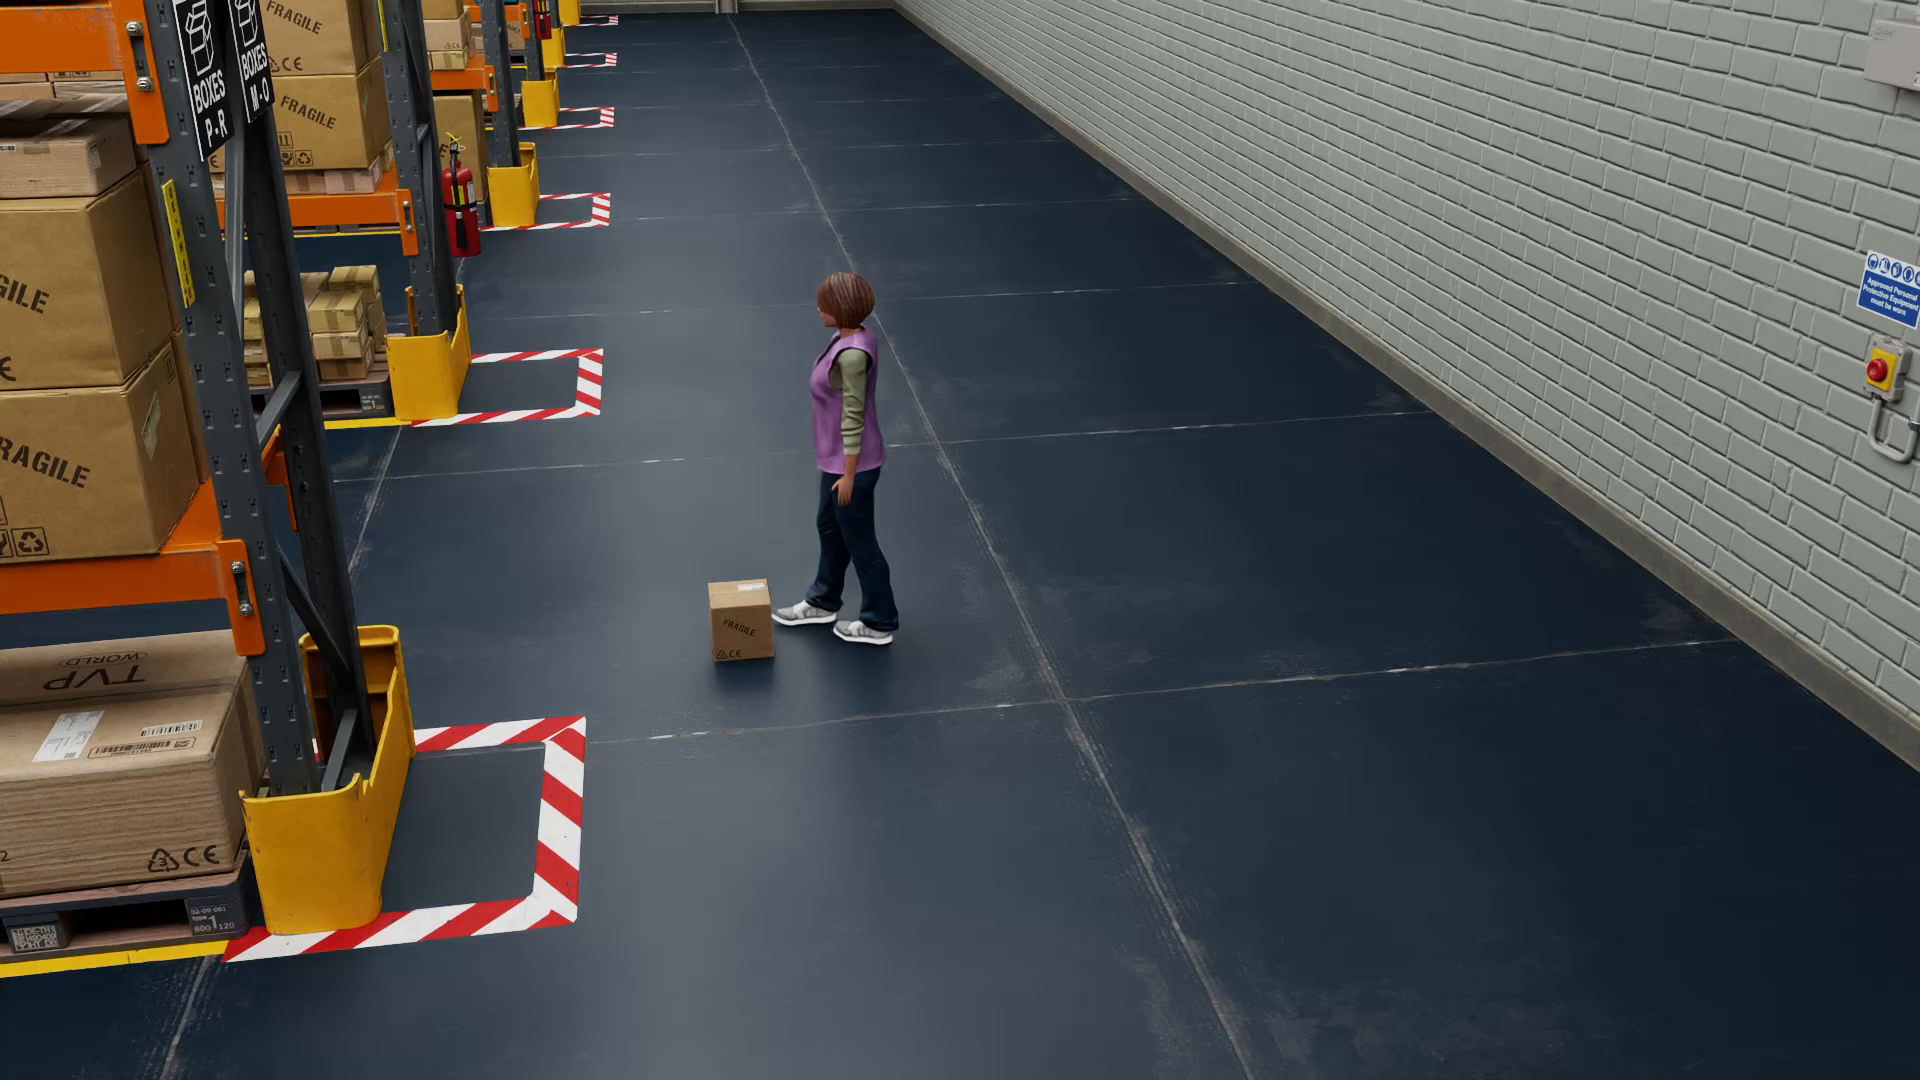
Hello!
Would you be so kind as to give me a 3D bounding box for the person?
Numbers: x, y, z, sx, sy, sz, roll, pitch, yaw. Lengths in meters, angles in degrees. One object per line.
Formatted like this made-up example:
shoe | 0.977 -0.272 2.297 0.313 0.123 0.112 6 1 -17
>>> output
person | -0.534 -0.313 6.830 0.545 1.579 0.418 -1 24 -2
